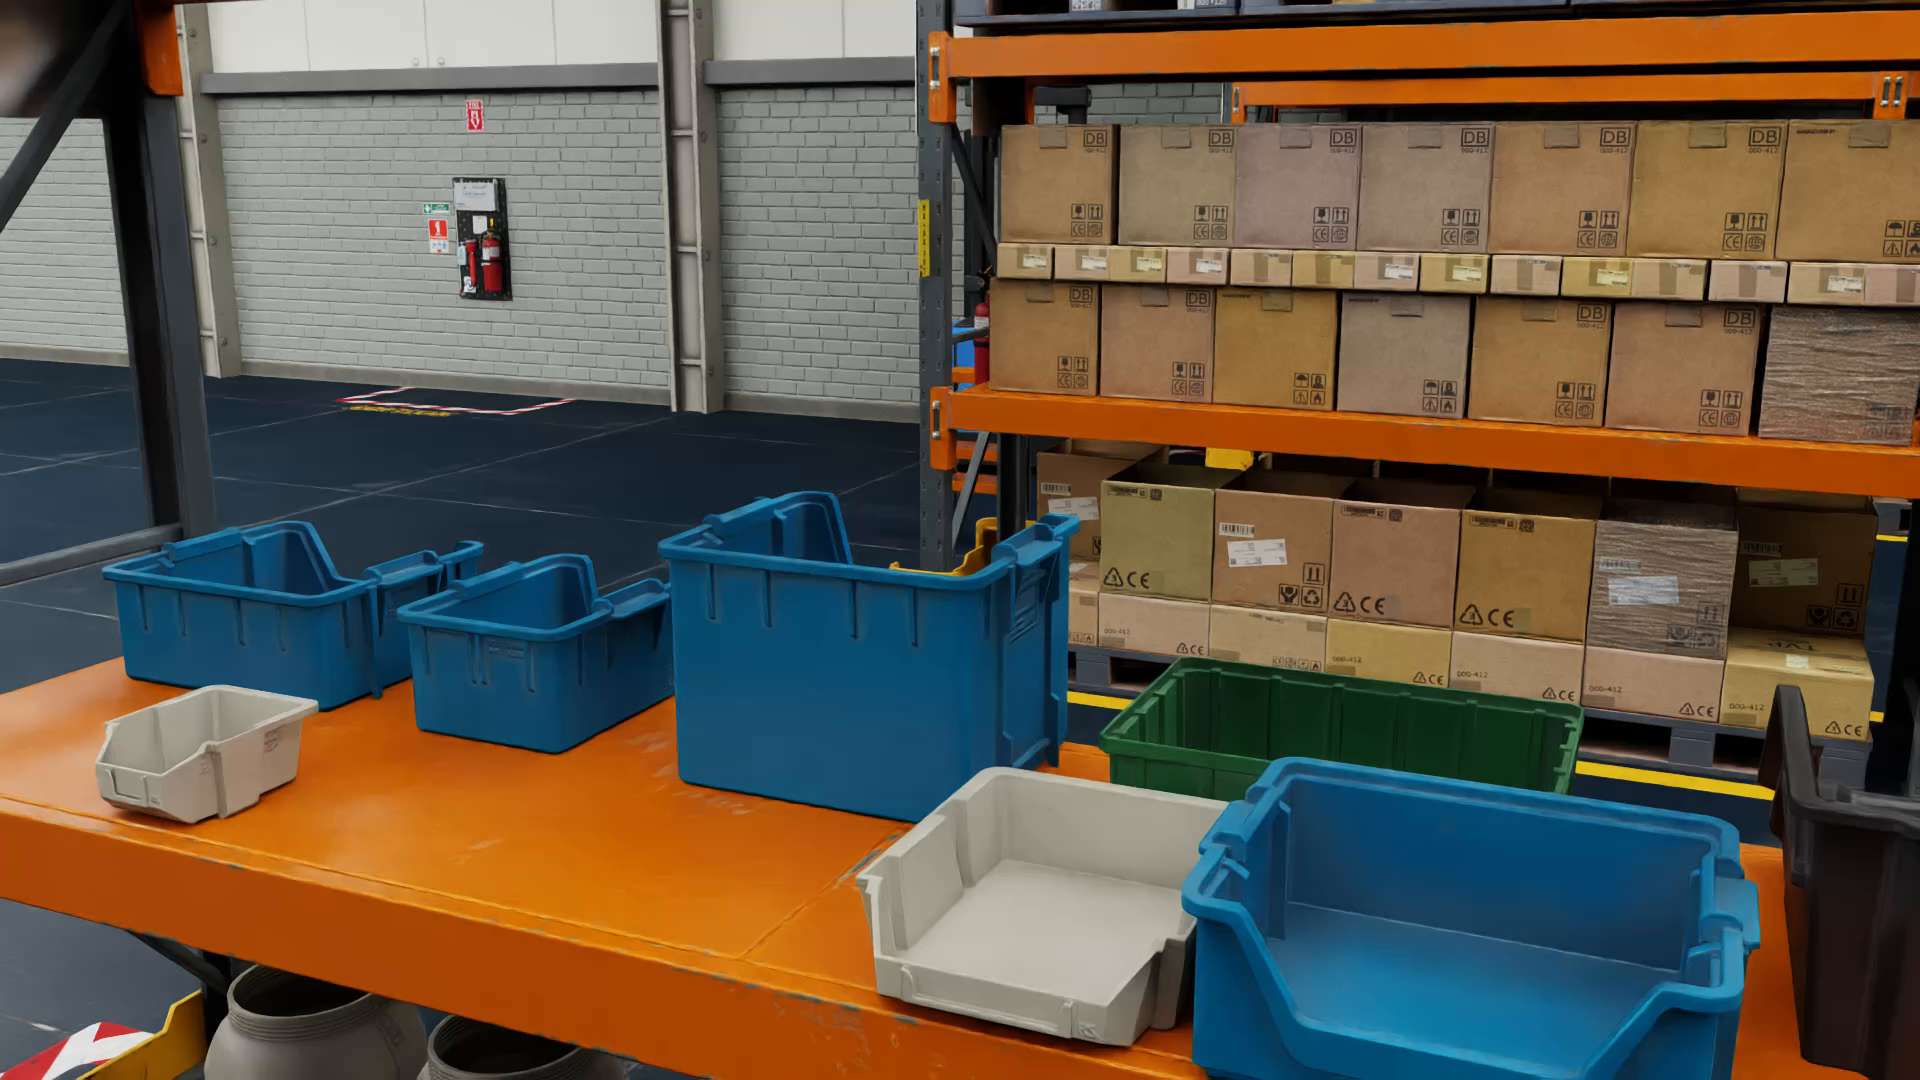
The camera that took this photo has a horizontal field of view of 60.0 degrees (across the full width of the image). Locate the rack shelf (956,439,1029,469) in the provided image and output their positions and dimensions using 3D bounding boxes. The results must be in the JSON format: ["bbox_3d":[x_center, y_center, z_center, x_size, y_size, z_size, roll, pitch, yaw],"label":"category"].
[{"bbox_3d":[0.151,-0.503,10.068,0.480,0.148,0.258,6,14,23],"label":"rack shelf"}]

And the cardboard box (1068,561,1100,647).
[{"bbox_3d":[0.476,0.276,7.611,0.500,0.250,0.500,6,14,23],"label":"cardboard box"}]

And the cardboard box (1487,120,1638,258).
[{"bbox_3d":[2.404,-1.397,6.583,0.500,0.500,0.700,6,14,23],"label":"cardboard box"}]

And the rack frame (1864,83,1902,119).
[{"bbox_3d":[5.736,-1.619,10.588,0.127,3.000,1.000,6,14,23],"label":"rack frame"}]

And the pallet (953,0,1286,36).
[{"bbox_3d":[0.711,-2.300,7.120,1.213,0.211,1.003,6,14,23],"label":"pallet"}]

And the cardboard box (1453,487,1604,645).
[{"bbox_3d":[2.309,0.094,6.747,0.500,0.500,0.500,6,14,23],"label":"cardboard box"}]

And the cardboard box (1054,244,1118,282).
[{"bbox_3d":[0.590,-1.213,7.220,0.250,0.149,0.380,5,14,22],"label":"cardboard box"}]

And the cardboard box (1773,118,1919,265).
[{"bbox_3d":[3.324,-1.304,6.187,0.500,0.500,0.700,6,14,24],"label":"cardboard box"}]

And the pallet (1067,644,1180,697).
[{"bbox_3d":[0.792,0.466,7.808,1.213,0.211,1.003,6,14,23],"label":"pallet"}]

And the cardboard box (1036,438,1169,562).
[{"bbox_3d":[0.686,-0.197,7.988,0.500,0.500,0.500,6,14,23],"label":"cardboard box"}]

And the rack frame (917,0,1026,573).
[{"bbox_3d":[0.076,-0.954,7.754,0.127,3.000,1.000,6,14,23],"label":"rack frame"}]

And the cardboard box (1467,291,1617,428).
[{"bbox_3d":[2.382,-0.767,6.738,0.500,0.500,0.700,6,14,24],"label":"cardboard box"}]

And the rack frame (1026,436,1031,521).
[{"bbox_3d":[0.374,-0.546,9.956,0.015,1.200,0.240,6,14,23],"label":"rack frame"}]

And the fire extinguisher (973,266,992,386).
[{"bbox_3d":[0.156,-1.024,8.223,0.183,0.674,0.296,6,14,23],"label":"fire extinguisher"}]

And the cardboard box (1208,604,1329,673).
[{"bbox_3d":[1.391,0.368,7.219,0.500,0.250,0.500,6,14,23],"label":"cardboard box"}]

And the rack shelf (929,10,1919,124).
[{"bbox_3d":[1.904,-1.879,6.705,4.000,0.370,1.077,6,14,23],"label":"rack shelf"}]

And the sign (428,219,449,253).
[{"bbox_3d":[-5.125,-2.987,16.339,0.234,0.329,0.001,6,14,23],"label":"sign"}]

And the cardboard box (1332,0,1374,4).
[{"bbox_3d":[2.760,-3.367,11.211,0.500,0.500,0.500,7,15,27],"label":"cardboard box"}]

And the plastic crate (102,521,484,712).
[{"bbox_3d":[-1.355,0.137,3.432,0.616,0.251,0.499,6,14,23],"label":"plastic crate"}]

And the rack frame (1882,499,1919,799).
[{"bbox_3d":[3.733,-0.584,6.177,0.127,3.000,1.000,6,14,23],"label":"rack frame"}]

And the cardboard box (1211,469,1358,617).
[{"bbox_3d":[1.396,0.001,7.144,0.500,0.500,0.500,6,14,23],"label":"cardboard box"}]

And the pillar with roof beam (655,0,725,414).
[{"bbox_3d":[-4.161,-4.682,10.508,0.400,9.000,9.100,6,14,23],"label":"pillar with roof beam"}]

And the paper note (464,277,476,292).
[{"bbox_3d":[-4.795,-2.499,16.265,0.142,0.148,0.016,6,14,23],"label":"paper note"}]

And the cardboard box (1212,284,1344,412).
[{"bbox_3d":[1.431,-0.862,7.143,0.500,0.500,0.700,6,14,24],"label":"cardboard box"}]

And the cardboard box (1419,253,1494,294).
[{"bbox_3d":[1.993,-1.070,6.612,0.250,0.149,0.380,6,15,25],"label":"cardboard box"}]

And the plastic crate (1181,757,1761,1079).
[{"bbox_3d":[0.601,0.477,1.981,0.616,0.251,0.499,6,14,23],"label":"plastic crate"}]

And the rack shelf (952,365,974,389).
[{"bbox_3d":[0.151,-0.951,9.963,0.480,0.148,0.258,6,14,23],"label":"rack shelf"}]

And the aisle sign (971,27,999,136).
[{"bbox_3d":[0.134,-2.287,7.744,0.004,0.787,0.394,6,14,23],"label":"aisle sign"}]

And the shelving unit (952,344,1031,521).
[{"bbox_3d":[0.151,-0.569,10.053,0.503,1.200,0.258,6,14,23],"label":"shelving unit"}]

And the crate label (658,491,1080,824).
[{"bbox_3d":[-0.142,0.177,2.857,0.616,0.435,0.502,6,14,23],"label":"crate label"}]

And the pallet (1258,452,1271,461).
[{"bbox_3d":[2.876,-0.542,12.102,1.213,0.211,1.003,6,14,23],"label":"pallet"}]

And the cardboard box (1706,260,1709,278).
[{"bbox_3d":[4.720,-1.945,10.620,0.500,0.500,0.500,6,14,23],"label":"cardboard box"}]

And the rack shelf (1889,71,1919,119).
[{"bbox_3d":[7.564,-2.544,9.539,4.000,0.370,1.077,6,14,23],"label":"rack shelf"}]

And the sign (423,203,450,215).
[{"bbox_3d":[-5.124,-3.242,16.269,0.331,0.109,0.001,6,14,23],"label":"sign"}]

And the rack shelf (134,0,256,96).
[{"bbox_3d":[-0.106,-0.845,2.297,4.000,0.370,1.077,6,14,23],"label":"rack shelf"}]

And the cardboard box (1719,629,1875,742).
[{"bbox_3d":[3.220,0.553,6.431,0.500,0.250,0.500,6,14,23],"label":"cardboard box"}]

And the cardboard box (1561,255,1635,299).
[{"bbox_3d":[2.468,-1.023,6.411,0.250,0.149,0.380,6,14,23],"label":"cardboard box"}]

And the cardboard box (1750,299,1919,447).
[{"bbox_3d":[3.324,-0.672,6.335,0.500,0.500,0.700,5,14,22],"label":"cardboard box"}]

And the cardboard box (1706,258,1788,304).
[{"bbox_3d":[2.932,-0.976,6.208,0.250,0.149,0.380,5,14,22],"label":"cardboard box"}]

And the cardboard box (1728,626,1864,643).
[{"bbox_3d":[3.432,0.444,6.896,0.500,0.250,0.500,6,14,23],"label":"cardboard box"}]

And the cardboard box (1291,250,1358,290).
[{"bbox_3d":[1.525,-1.118,6.816,0.250,0.149,0.380,6,14,23],"label":"cardboard box"}]

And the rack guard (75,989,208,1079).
[{"bbox_3d":[-1.846,1.294,3.644,0.348,0.500,1.175,6,14,23],"label":"rack guard"}]

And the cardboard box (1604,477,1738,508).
[{"bbox_3d":[2.975,0.032,7.009,0.500,0.500,0.500,6,14,23],"label":"cardboard box"}]

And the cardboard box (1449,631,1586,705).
[{"bbox_3d":[2.304,0.462,6.821,0.500,0.250,0.500,6,14,23],"label":"cardboard box"}]

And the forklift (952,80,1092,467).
[{"bbox_3d":[0.615,-2.244,13.403,1.130,2.935,3.031,2,13,9],"label":"forklift"}]

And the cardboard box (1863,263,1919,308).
[{"bbox_3d":[3.397,-0.929,6.008,0.250,0.149,0.380,6,14,23],"label":"cardboard box"}]

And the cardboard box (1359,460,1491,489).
[{"bbox_3d":[2.063,-0.061,7.408,0.500,0.500,0.500,6,14,23],"label":"cardboard box"}]

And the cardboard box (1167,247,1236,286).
[{"bbox_3d":[1.047,-1.166,7.019,0.250,0.149,0.380,6,14,22],"label":"cardboard box"}]

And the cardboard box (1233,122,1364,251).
[{"bbox_3d":[1.490,-1.489,6.978,0.500,0.500,0.700,6,14,23],"label":"cardboard box"}]

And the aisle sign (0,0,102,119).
[{"bbox_3d":[-1.880,-1.254,3.342,0.004,0.787,0.394,6,14,23],"label":"aisle sign"}]

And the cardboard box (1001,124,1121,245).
[{"bbox_3d":[0.546,-1.583,7.378,0.500,0.500,0.700,6,14,23],"label":"cardboard box"}]

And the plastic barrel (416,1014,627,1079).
[{"bbox_3d":[-0.843,1.178,3.194,0.421,0.512,0.421,0,13,0],"label":"plastic barrel"}]

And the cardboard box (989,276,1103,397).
[{"bbox_3d":[0.497,-0.957,7.547,0.500,0.500,0.700,6,14,23],"label":"cardboard box"}]

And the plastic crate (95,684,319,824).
[{"bbox_3d":[-1.246,0.359,2.737,0.250,0.136,0.298,6,14,23],"label":"plastic crate"}]
